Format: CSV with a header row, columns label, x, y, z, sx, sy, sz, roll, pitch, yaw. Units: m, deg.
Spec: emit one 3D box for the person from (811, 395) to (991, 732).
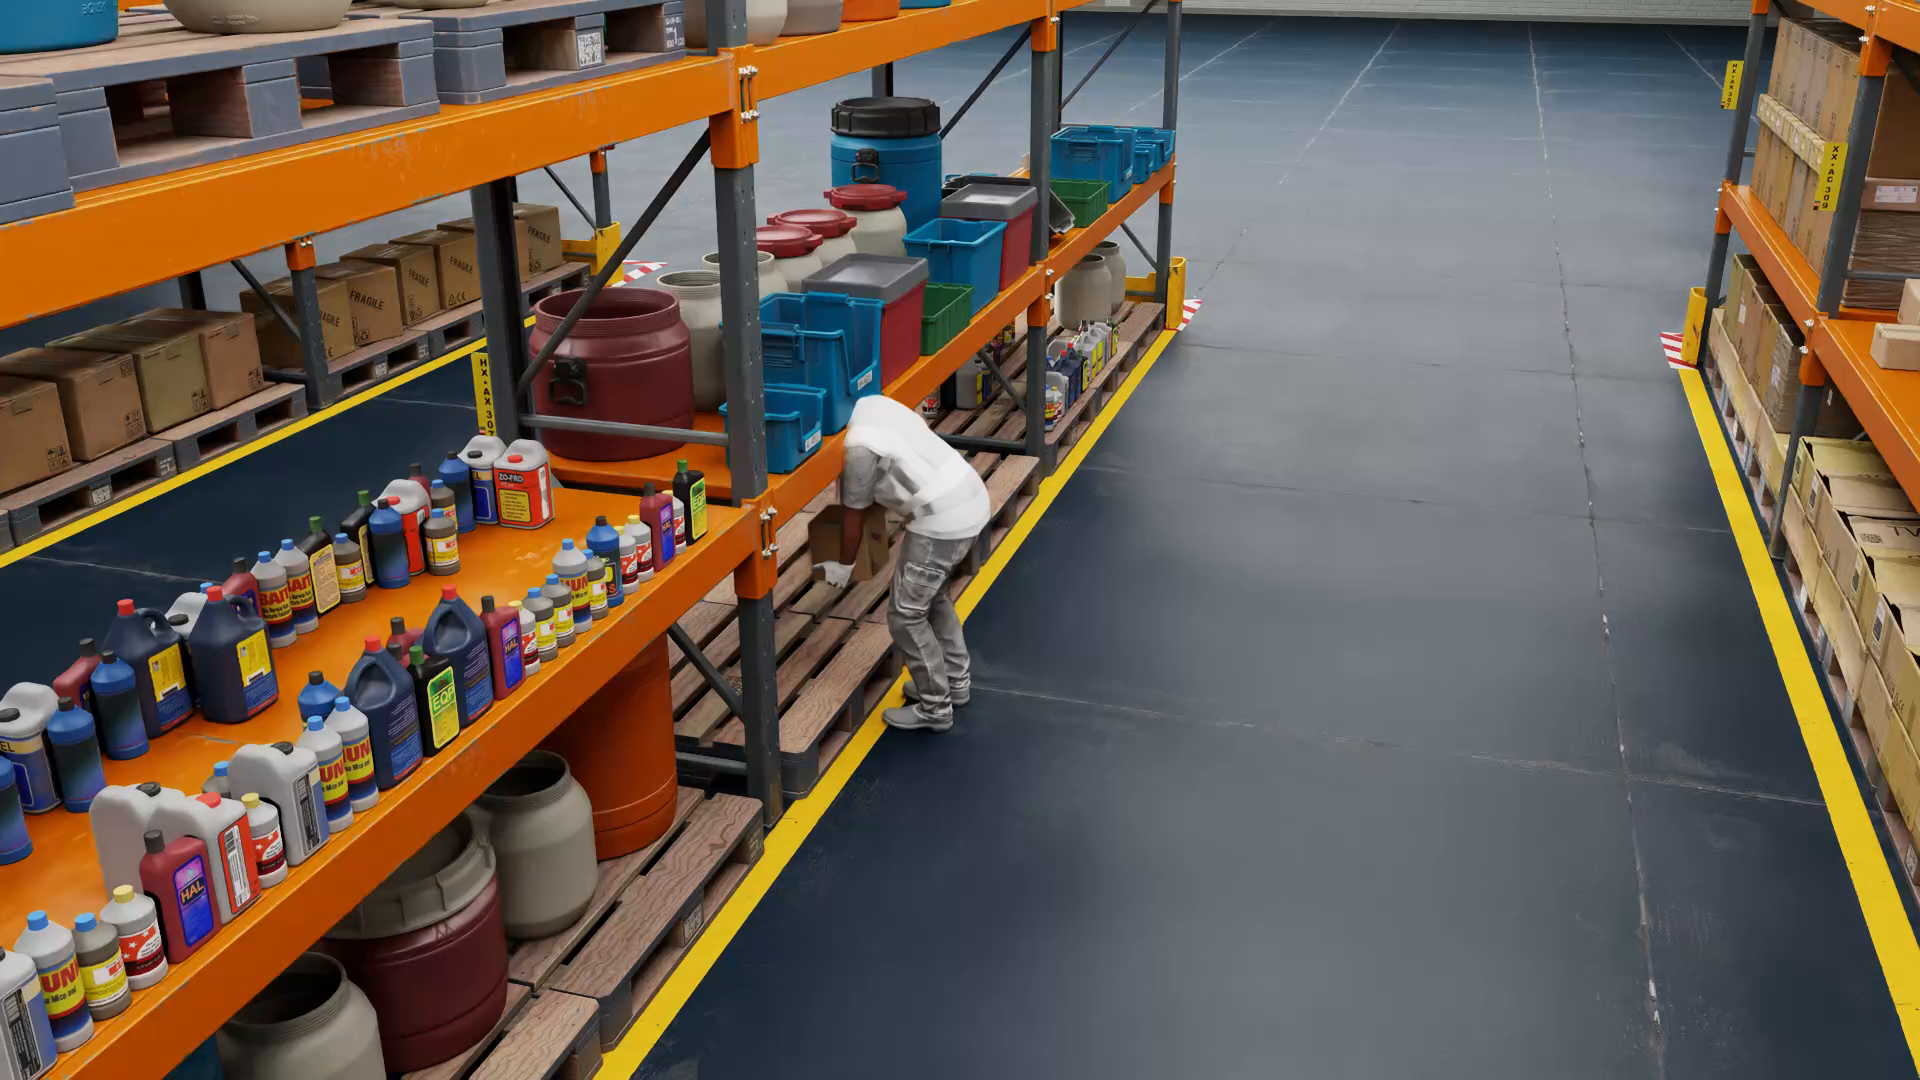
label,x,y,z,sx,sy,sz,roll,pitch,yaw
person,-0.291,0.008,6.868,0.822,1.537,0.492,6,22,14
